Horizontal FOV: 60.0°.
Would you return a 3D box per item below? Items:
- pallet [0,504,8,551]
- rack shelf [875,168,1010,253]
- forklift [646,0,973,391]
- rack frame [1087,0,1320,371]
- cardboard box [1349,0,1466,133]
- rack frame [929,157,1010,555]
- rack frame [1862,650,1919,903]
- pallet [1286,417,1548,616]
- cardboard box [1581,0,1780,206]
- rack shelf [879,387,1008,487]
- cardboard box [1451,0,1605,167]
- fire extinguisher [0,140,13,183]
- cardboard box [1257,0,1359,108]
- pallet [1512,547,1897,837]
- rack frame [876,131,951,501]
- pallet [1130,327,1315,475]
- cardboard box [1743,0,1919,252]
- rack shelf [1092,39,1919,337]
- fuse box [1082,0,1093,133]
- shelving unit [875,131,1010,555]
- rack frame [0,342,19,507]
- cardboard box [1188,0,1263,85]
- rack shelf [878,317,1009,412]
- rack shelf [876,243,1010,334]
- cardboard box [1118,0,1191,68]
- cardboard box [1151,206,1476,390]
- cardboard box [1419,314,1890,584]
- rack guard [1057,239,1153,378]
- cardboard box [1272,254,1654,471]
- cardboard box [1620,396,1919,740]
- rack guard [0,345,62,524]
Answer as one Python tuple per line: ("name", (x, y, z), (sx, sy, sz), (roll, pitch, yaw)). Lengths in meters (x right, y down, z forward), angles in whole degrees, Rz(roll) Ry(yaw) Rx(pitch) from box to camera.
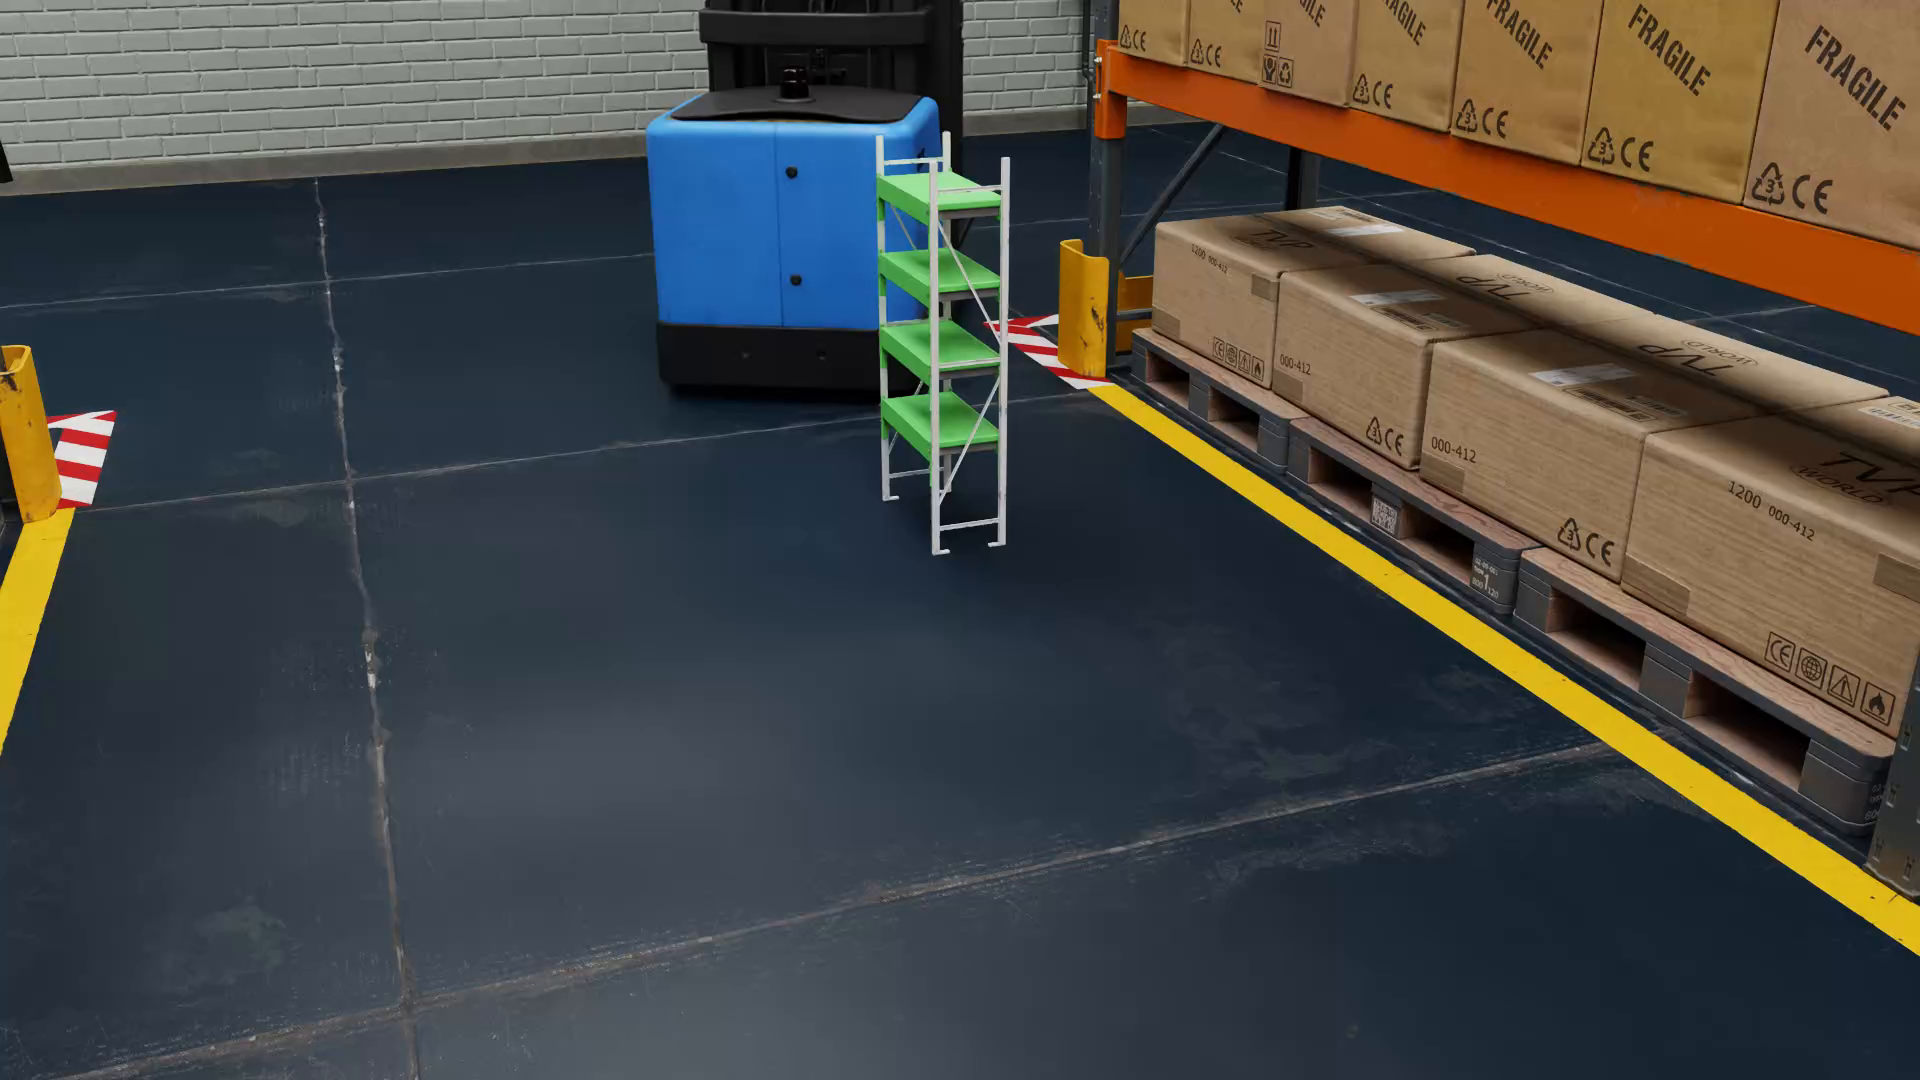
("pallet", (-3.303, 0.156, 4.608), (1.003, 0.211, 1.213), (-8, 24, -19))
("rack shelf", (-0.058, -0.996, 4.998), (0.258, 0.148, 0.480), (-8, 24, -19))
("forklift", (-0.523, -2.462, 7.318), (1.130, 2.935, 3.031), (2, 23, 6))
("rack frame", (1.012, -2.172, 6.542), (1.000, 3.000, 0.127), (-8, 24, -19))
("cardboard box", (1.473, -1.458, 4.718), (0.500, 0.500, 0.500), (-8, 24, -17))
("rack frame", (0.028, -0.524, 4.949), (0.240, 1.200, 0.015), (-8, 24, -19))
("rack frame", (2.425, -0.719, 3.094), (1.000, 3.000, 0.127), (-8, 24, -19))
("pallet", (1.794, -0.165, 5.370), (1.003, 0.211, 1.213), (-8, 24, -19))
("cardboard box", (1.835, -1.085, 3.833), (0.500, 0.500, 0.500), (-9, 24, -20))
("rack shelf", (-0.058, -0.333, 5.278), (0.258, 0.148, 0.480), (-8, 24, -19))
("cardboard box", (1.643, -1.265, 4.262), (0.500, 0.500, 0.500), (-9, 24, -20))
("fire extinguisher", (-3.241, -1.404, 5.299), (0.296, 0.674, 0.183), (-8, 24, -19))
("cardboard box", (1.280, -1.638, 5.144), (0.500, 0.500, 0.500), (-8, 24, -19))
("pallet", (2.229, 0.279, 4.317), (1.003, 0.211, 1.213), (-8, 24, -19))
("rack frame", (-0.145, -0.702, 5.370), (0.240, 1.200, 0.015), (-8, 24, -19))
("pallet", (1.367, -0.608, 6.420), (1.003, 0.211, 1.213), (-8, 24, -19))
("cardboard box", (2.022, -0.899, 3.391), (0.500, 0.500, 0.500), (-8, 24, -19))
("rack shelf", (1.718, -1.114, 4.958), (1.077, 0.370, 4.000), (-8, 24, -19))
("fuse box", (1.015, -3.860, 12.204), (0.539, 1.711, 0.414), (-8, 24, -19))
("shelving unit", (-0.058, -0.613, 5.160), (0.258, 1.200, 0.503), (-8, 24, -19))
("rack frame", (-3.584, -1.457, 4.844), (1.000, 3.000, 0.127), (-8, 24, -19))
("cardboard box", (1.117, -1.825, 5.589), (0.500, 0.500, 0.500), (-9, 24, -20))
("rack shelf", (-0.058, -0.554, 5.184), (0.258, 0.148, 0.480), (-8, 24, -19))
("rack shelf", (-0.058, -0.775, 5.091), (0.258, 0.148, 0.480), (-8, 24, -19))
("cardboard box", (0.913, -2.005, 6.016), (0.500, 0.500, 0.500), (-9, 24, -19))
("cardboard box", (1.338, -0.959, 6.422), (0.875, 0.438, 0.875), (-9, 25, -21))
("cardboard box", (1.986, -0.300, 4.858), (0.875, 0.438, 0.875), (-9, 25, -21))
("rack guard", (1.003, -1.029, 7.049), (1.175, 0.500, 0.348), (-8, 24, -19))
("cardboard box", (1.669, -0.628, 5.636), (0.875, 0.438, 0.875), (-8, 24, -18))
("cardboard box", (2.303, 0.025, 4.086), (0.875, 0.438, 0.875), (-9, 24, -20))
("rack guard", (-3.557, -0.277, 5.264), (1.175, 0.500, 0.348), (-8, 24, -19))
